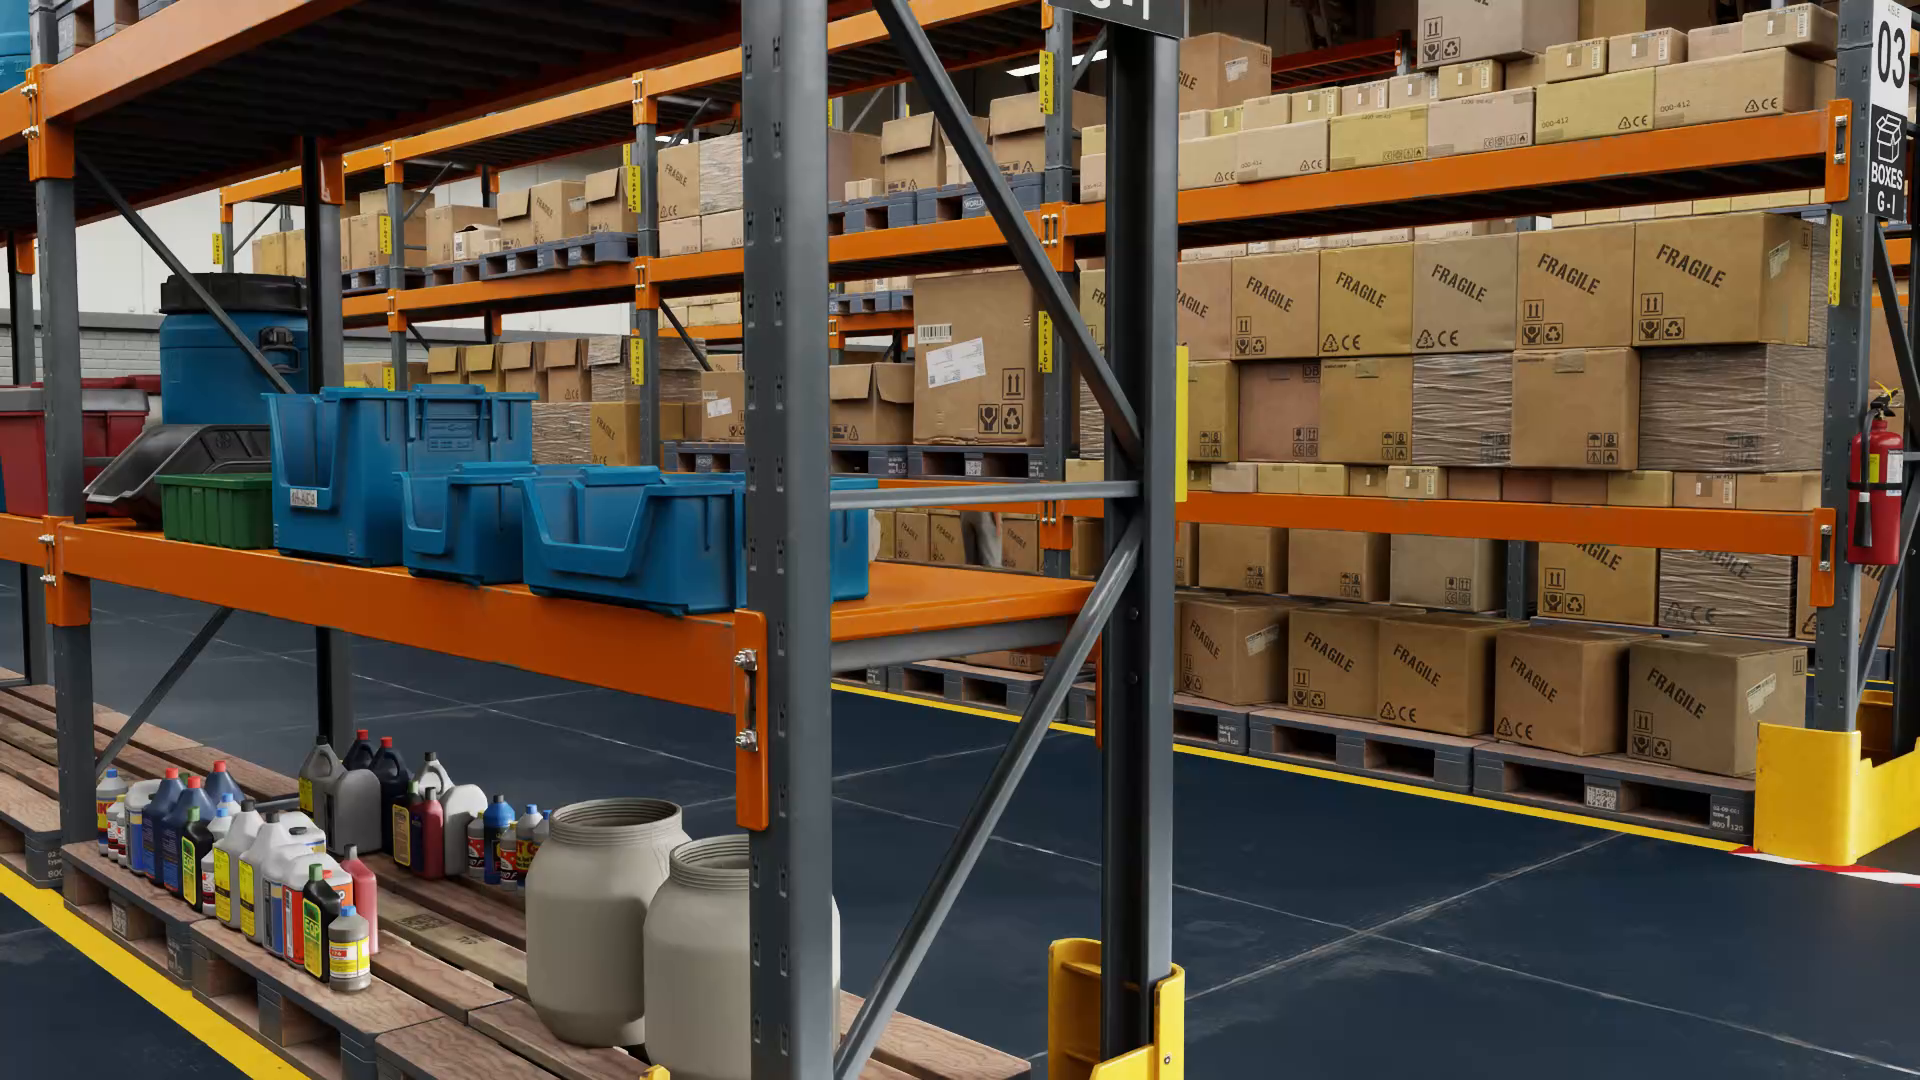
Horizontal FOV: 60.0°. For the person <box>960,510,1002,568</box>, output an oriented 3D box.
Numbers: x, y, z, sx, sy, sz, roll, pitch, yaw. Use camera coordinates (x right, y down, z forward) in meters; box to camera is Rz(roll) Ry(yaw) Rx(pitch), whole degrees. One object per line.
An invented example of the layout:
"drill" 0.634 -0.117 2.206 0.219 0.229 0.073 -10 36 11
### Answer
"person" 0.166 -0.075 12.997 0.410 1.722 0.450 -4 5 -43
